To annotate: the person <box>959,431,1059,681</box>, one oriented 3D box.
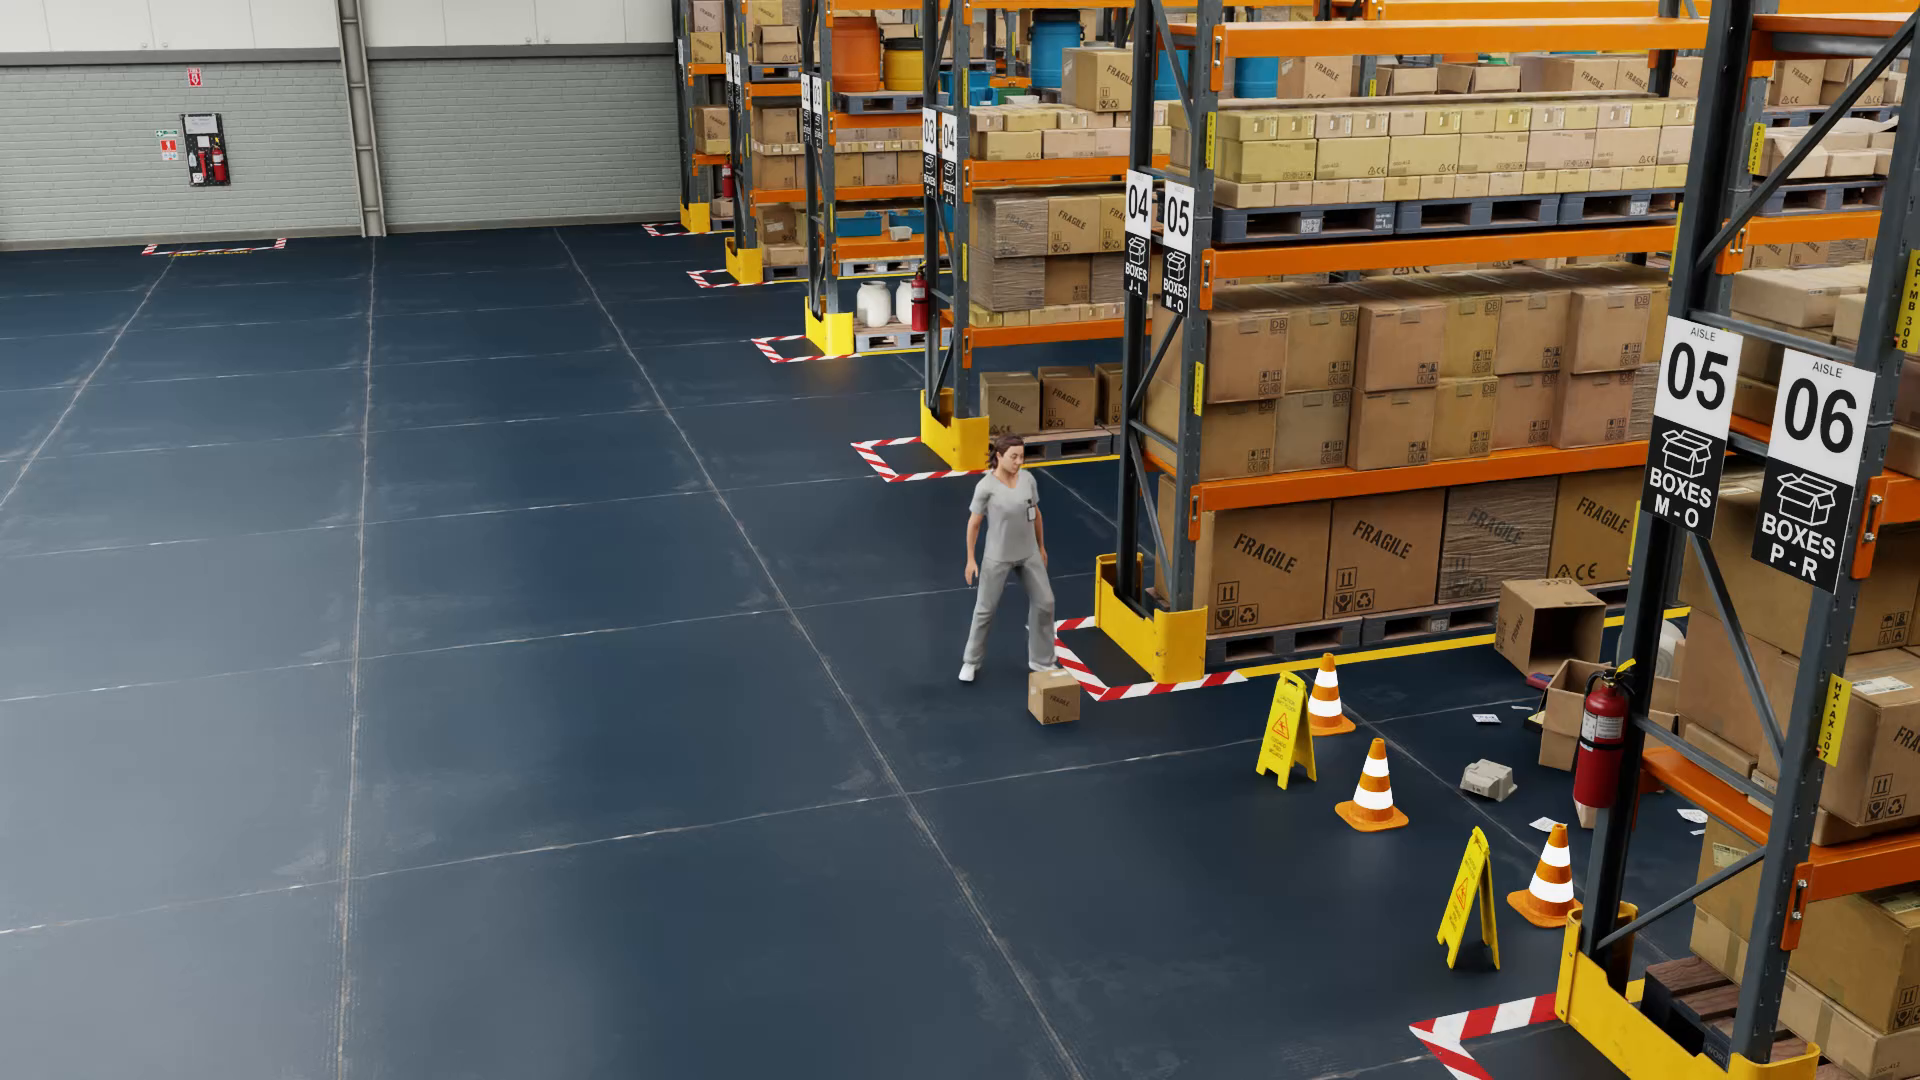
[{"bbox_3d":[0.321,0.120,10.714,0.680,1.694,0.471,-8,21,-21],"label":"person"}]
